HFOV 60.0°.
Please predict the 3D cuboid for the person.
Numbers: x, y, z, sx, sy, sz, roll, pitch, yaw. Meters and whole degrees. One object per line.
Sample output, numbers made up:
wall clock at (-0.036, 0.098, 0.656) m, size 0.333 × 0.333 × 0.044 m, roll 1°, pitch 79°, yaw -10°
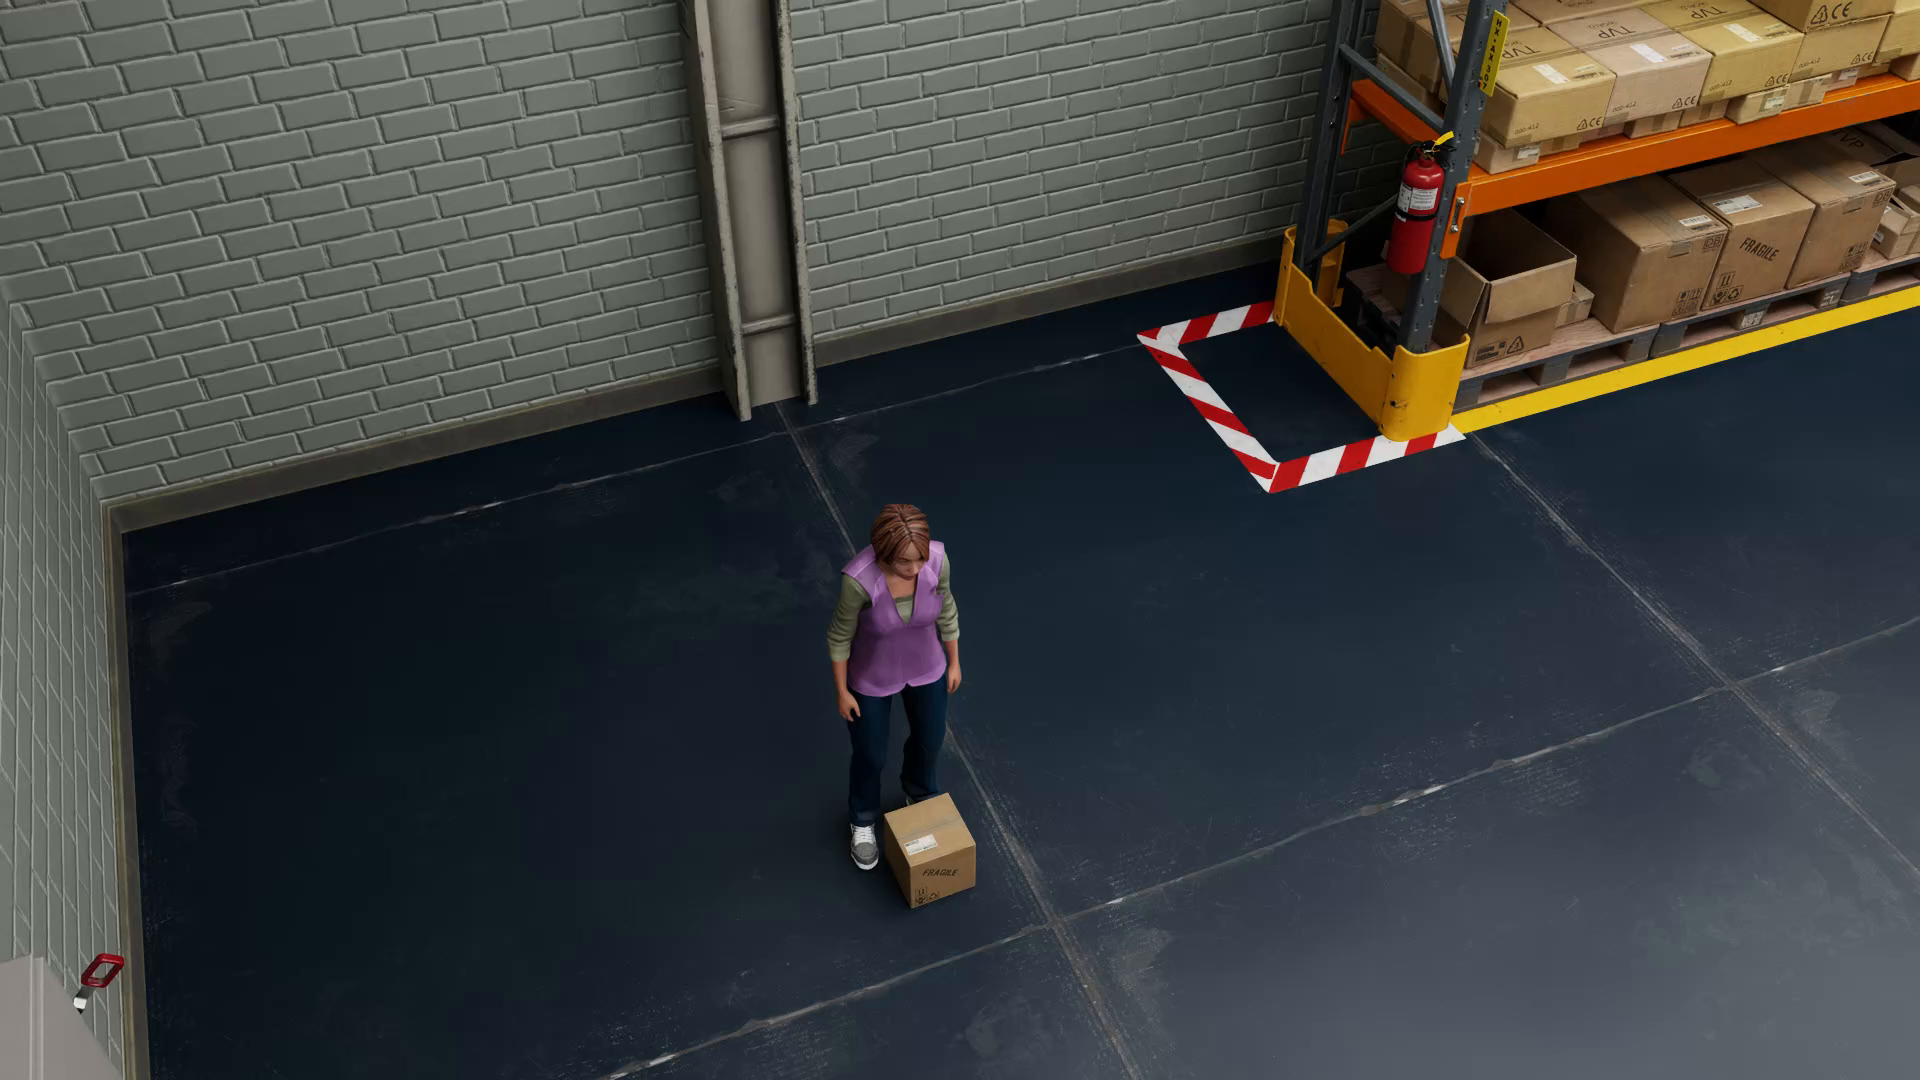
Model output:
person at (-0.213, 0.466, 5.658) m, size 0.460 × 1.592 × 0.344 m, roll -15°, pitch 45°, yaw -16°
